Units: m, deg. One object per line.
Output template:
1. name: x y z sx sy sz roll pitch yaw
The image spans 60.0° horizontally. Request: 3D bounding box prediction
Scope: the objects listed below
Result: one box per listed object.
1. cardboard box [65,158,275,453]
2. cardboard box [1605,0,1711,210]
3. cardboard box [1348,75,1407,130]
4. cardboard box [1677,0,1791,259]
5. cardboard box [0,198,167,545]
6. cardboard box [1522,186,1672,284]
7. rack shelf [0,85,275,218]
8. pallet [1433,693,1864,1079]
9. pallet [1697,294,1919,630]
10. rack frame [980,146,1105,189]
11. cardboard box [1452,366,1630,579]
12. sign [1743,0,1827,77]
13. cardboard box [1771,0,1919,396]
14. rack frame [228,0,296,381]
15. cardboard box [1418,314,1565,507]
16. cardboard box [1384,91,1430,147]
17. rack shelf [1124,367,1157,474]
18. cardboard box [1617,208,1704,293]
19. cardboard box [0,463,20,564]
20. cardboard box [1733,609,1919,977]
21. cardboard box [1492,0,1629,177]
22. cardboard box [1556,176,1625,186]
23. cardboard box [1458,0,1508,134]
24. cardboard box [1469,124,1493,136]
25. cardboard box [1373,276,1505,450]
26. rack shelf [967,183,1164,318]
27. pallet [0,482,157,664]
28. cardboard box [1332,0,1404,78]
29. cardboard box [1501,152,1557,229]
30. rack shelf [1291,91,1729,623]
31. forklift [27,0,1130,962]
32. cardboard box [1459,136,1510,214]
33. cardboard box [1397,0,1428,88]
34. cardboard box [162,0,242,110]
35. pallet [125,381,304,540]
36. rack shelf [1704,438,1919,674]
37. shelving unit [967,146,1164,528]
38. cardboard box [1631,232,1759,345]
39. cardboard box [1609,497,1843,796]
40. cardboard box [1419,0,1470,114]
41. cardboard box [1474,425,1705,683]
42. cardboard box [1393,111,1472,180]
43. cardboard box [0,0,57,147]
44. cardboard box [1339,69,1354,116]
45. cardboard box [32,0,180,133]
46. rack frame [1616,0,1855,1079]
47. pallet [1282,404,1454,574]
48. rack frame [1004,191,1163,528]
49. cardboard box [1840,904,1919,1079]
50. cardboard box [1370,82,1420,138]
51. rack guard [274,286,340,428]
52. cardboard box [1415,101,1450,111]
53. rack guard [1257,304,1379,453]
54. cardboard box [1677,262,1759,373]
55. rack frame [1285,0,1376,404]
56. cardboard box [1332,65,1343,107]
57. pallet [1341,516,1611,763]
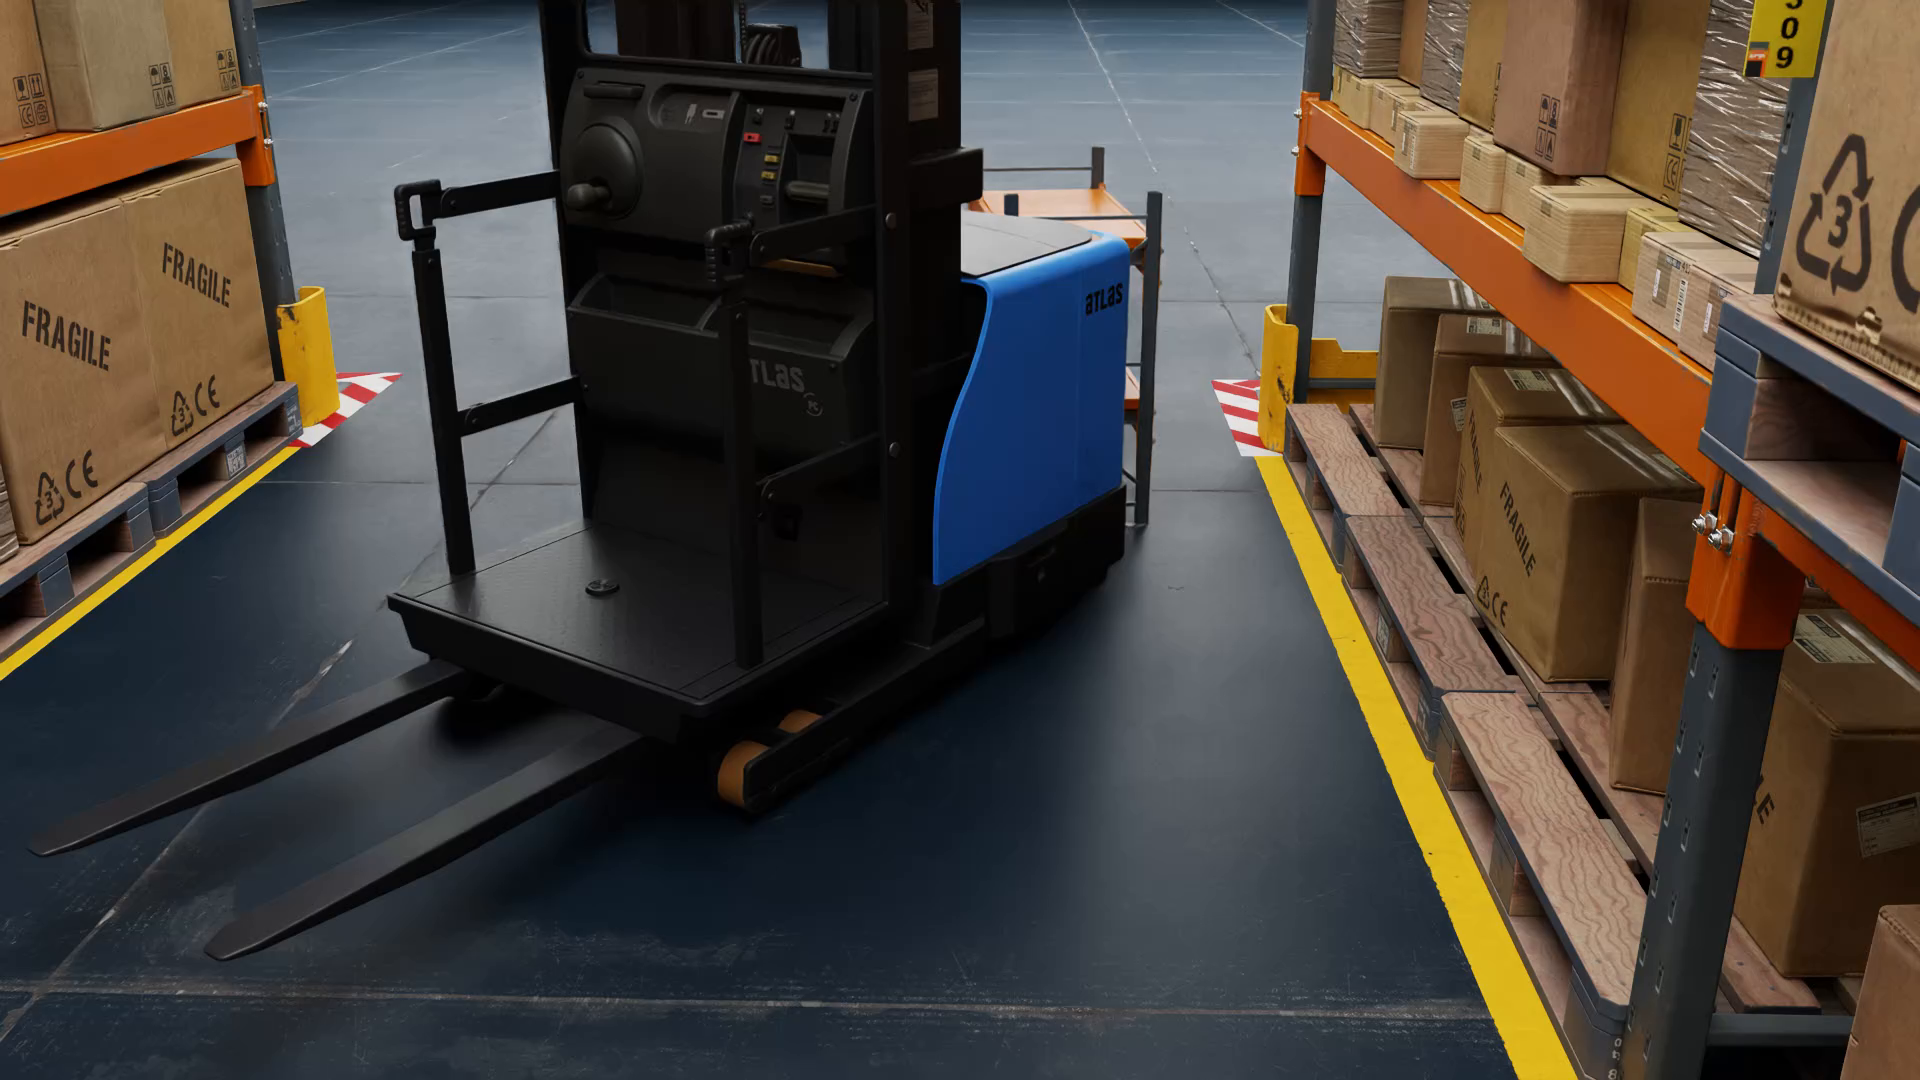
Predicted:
1. cardboard box: -3.136 -0.867 5.974 0.875 0.875 0.875 1 21 2
2. cardboard box: 1.778 -0.898 3.148 0.875 0.500 0.500 1 21 2
3. cardboard box: 1.477 -1.419 5.386 0.380 0.149 0.250 1 21 2
4. cardboard box: 1.727 -0.718 2.683 0.875 0.500 0.500 1 21 2
5. cardboard box: -3.160 -0.549 5.154 0.875 0.875 0.875 0 21 1
6. cardboard box: 1.346 -0.606 3.292 0.380 0.149 0.250 1 21 2
7. rack shelf: -3.242 -0.849 4.566 1.077 0.370 4.000 1 21 2
8. pallet: 1.637 0.686 3.469 1.003 0.211 1.213 1 21 2
9. pallet: 1.483 -0.006 1.664 1.003 0.211 1.213 1 21 2
10. rack frame: 0.287 -0.932 6.376 0.500 1.125 0.032 -2 21 -5
11. cardboard box: 1.716 -0.179 4.719 0.500 0.500 0.500 3 21 7
12. sign: 1.109 -0.777 2.189 0.100 0.325 0.005 1 21 2
13. cardboard box: 1.488 -0.560 1.417 1.000 1.000 1.000 1 21 2
14. rack frame: -3.181 -1.908 6.300 1.000 3.000 0.127 1 21 2
15. cardboard box: 1.754 -0.405 5.302 0.500 0.500 0.500 6 22 16
16. cardboard box: 1.476 -1.238 4.920 0.380 0.149 0.250 1 21 2
17. rack shelf: 0.338 -0.521 5.993 0.538 0.278 1.000 -2 21 -5
18. cardboard box: 1.449 -0.514 3.055 0.380 0.149 0.250 1 21 2
19. cardboard box: -3.190 -0.220 4.305 0.875 0.875 0.875 1 21 2
20. cardboard box: 1.704 0.455 3.085 0.500 0.500 0.500 0 21 0
21. cardboard box: 1.692 -1.080 3.617 0.875 0.500 0.500 1 21 2
22. cardboard box: 1.485 -0.695 3.521 0.380 0.149 0.250 1 21 2
23. cardboard box: 1.749 -1.261 4.082 0.875 0.500 0.500 1 21 2
24. cardboard box: 1.509 -0.966 4.220 0.380 0.149 0.250 1 21 2
25. cardboard box: 1.738 -0.622 5.860 0.500 0.500 0.500 5 22 12
26. rack shelf: 0.338 -1.022 5.799 0.538 0.278 1.000 -2 21 -5
27. pallet: -3.167 0.122 4.923 1.003 0.211 1.213 1 21 2
28. cardboard box: 1.729 -1.804 5.481 0.875 0.500 0.500 1 21 2
29. cardboard box: 1.452 -0.786 3.755 0.380 0.149 0.250 1 21 2
30. rack shelf: 1.713 -0.758 4.331 1.077 0.370 4.000 1 21 2
31. forklift: -0.736 -0.926 3.863 1.130 2.935 3.031 14 25 32
32. cardboard box: 1.425 -0.877 3.989 0.380 0.149 0.250 1 21 2
33. cardboard box: 1.834 -1.622 5.012 0.875 0.500 0.500 1 21 2
34. cardboard box: -3.147 -1.843 5.925 0.875 0.550 0.550 1 21 2
35. pallet: -3.127 -0.318 6.057 1.003 0.211 1.213 1 21 2
36. rack shelf: 1.591 0.688 0.604 1.077 0.370 4.000 1 21 2
37. shelving unit: 0.338 -0.749 5.905 0.538 1.125 1.048 -2 21 -5
38. cardboard box: 1.382 -0.425 2.824 0.380 0.149 0.250 1 21 2
39. cardboard box: 1.714 0.248 3.619 0.500 0.500 0.500 8 22 19
40. cardboard box: 1.776 -1.441 4.547 0.875 0.500 0.500 1 21 2
41. cardboard box: 1.654 0.022 4.200 0.500 0.500 0.500 -1 21 -3
42. cardboard box: 1.384 -1.058 4.456 0.380 0.149 0.250 1 21 2
43. cardboard box: -3.284 -1.443 4.894 0.875 0.550 0.550 1 21 2
44. cardboard box: 1.500 -1.509 5.619 0.380 0.149 0.250 1 21 2
45. cardboard box: -3.142 -1.644 5.412 0.875 0.550 0.550 1 21 2
46. rack frame: 1.649 -0.371 2.337 0.949 2.616 0.053 1 21 2
47. pallet: 1.711 -0.196 5.742 1.003 0.211 1.213 1 21 2
48. rack frame: 0.389 -0.566 5.433 0.500 1.125 0.032 -2 21 -5
49. cardboard box: 1.612 0.811 2.138 0.700 0.500 0.500 -1 21 -3
50. cardboard box: 1.490 -1.328 5.153 0.380 0.149 0.250 1 21 2
51. rack guard: -3.180 -0.751 6.774 1.175 0.500 0.348 1 21 2
52. cardboard box: 1.495 -1.147 4.686 0.380 0.149 0.250 1 21 2
53. rack guard: 1.771 -0.624 6.446 1.175 0.500 0.348 1 21 2
54. cardboard box: 1.365 -0.334 2.592 0.380 0.149 0.250 1 21 2
55. rack frame: 1.774 -1.817 6.065 1.000 3.000 0.127 1 21 2
56. cardboard box: 1.527 -1.599 5.851 0.380 0.149 0.250 1 21 2
57. pallet: 1.671 0.244 4.608 1.003 0.211 1.213 1 21 2
